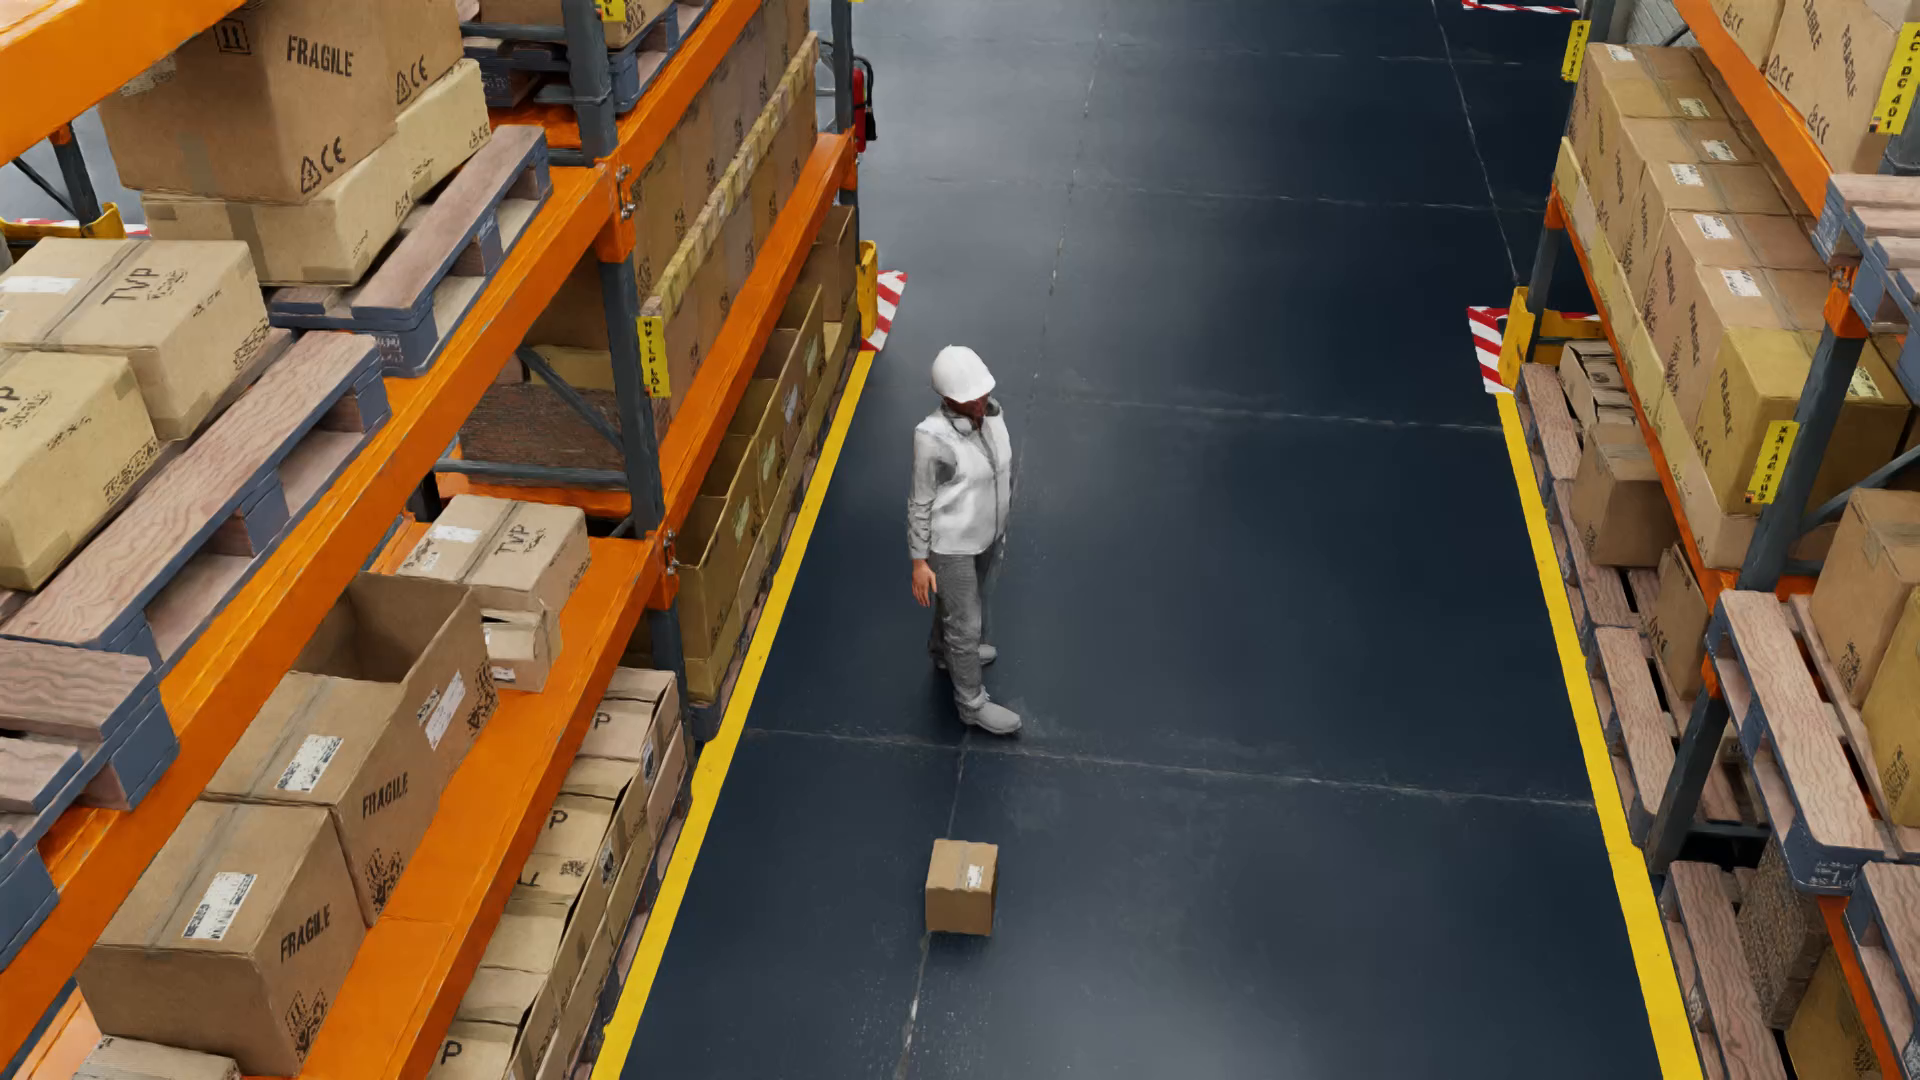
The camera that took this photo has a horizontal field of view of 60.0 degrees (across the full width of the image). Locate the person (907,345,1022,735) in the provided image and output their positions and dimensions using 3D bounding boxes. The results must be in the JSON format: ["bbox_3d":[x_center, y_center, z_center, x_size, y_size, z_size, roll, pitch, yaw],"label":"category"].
[{"bbox_3d":[0.058,-0.001,6.984,0.611,1.768,0.715,20,40,25],"label":"person"}]
